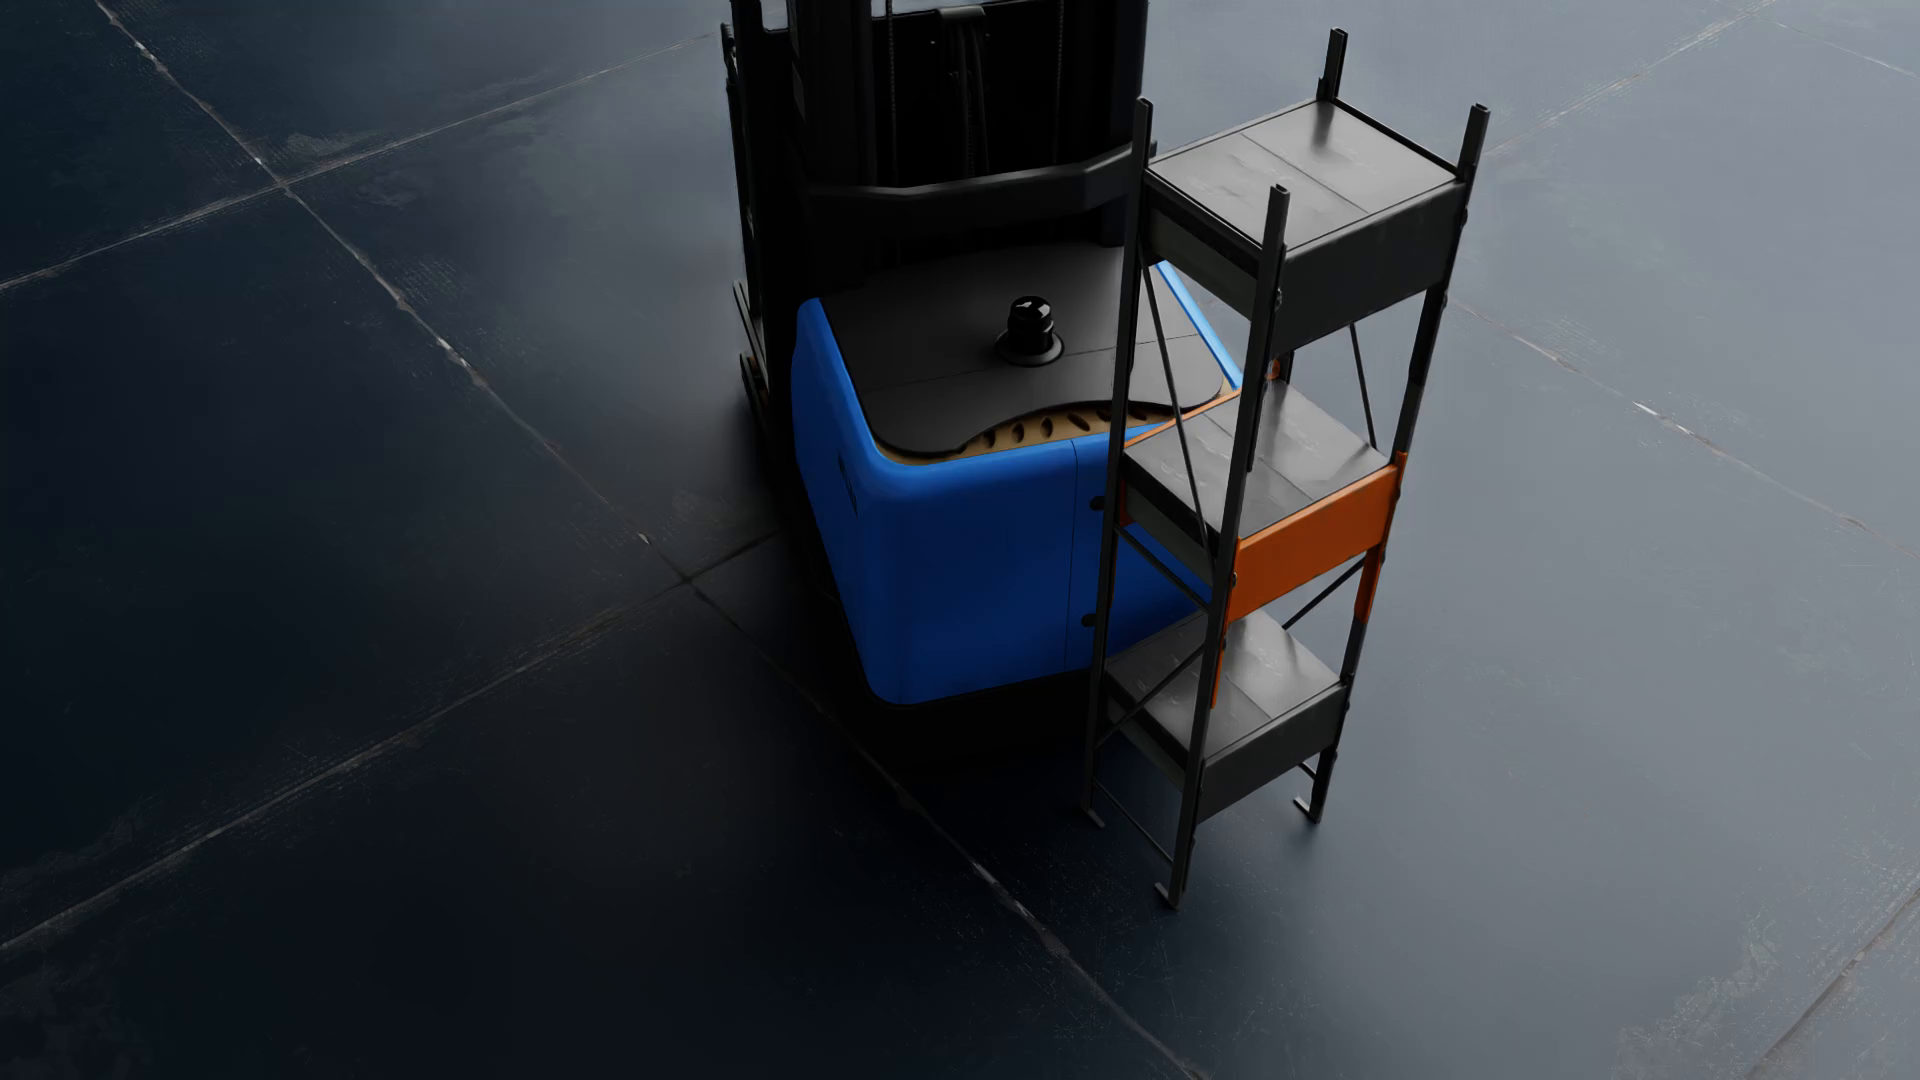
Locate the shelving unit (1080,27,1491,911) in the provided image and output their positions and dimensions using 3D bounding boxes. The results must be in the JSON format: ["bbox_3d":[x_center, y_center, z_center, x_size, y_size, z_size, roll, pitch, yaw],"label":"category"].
[{"bbox_3d":[0.643,-0.029,3.746,0.503,2.100,0.431,-25,49,-24],"label":"shelving unit"}]

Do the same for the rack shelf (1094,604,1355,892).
[{"bbox_3d":[0.644,0.491,4.235,0.480,0.518,0.431,-25,49,-24],"label":"rack shelf"}]

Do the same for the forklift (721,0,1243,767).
[{"bbox_3d":[-0.127,-1.479,4.684,1.130,2.935,3.031,-11,44,-11],"label":"forklift"}]

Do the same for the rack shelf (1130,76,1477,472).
[{"bbox_3d":[0.642,-0.528,3.276,0.480,0.518,0.431,-25,49,-24],"label":"rack shelf"}]

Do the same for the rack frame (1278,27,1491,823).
[{"bbox_3d":[0.845,-0.123,3.846,0.015,2.100,0.400,-25,49,-24],"label":"rack frame"}]

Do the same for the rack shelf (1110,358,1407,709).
[{"bbox_3d":[0.643,-0.019,3.755,0.480,0.518,0.431,-25,49,-24],"label":"rack shelf"}]

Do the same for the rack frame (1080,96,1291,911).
[{"bbox_3d":[0.442,0.066,3.646,0.015,2.100,0.400,-25,49,-24],"label":"rack frame"}]
